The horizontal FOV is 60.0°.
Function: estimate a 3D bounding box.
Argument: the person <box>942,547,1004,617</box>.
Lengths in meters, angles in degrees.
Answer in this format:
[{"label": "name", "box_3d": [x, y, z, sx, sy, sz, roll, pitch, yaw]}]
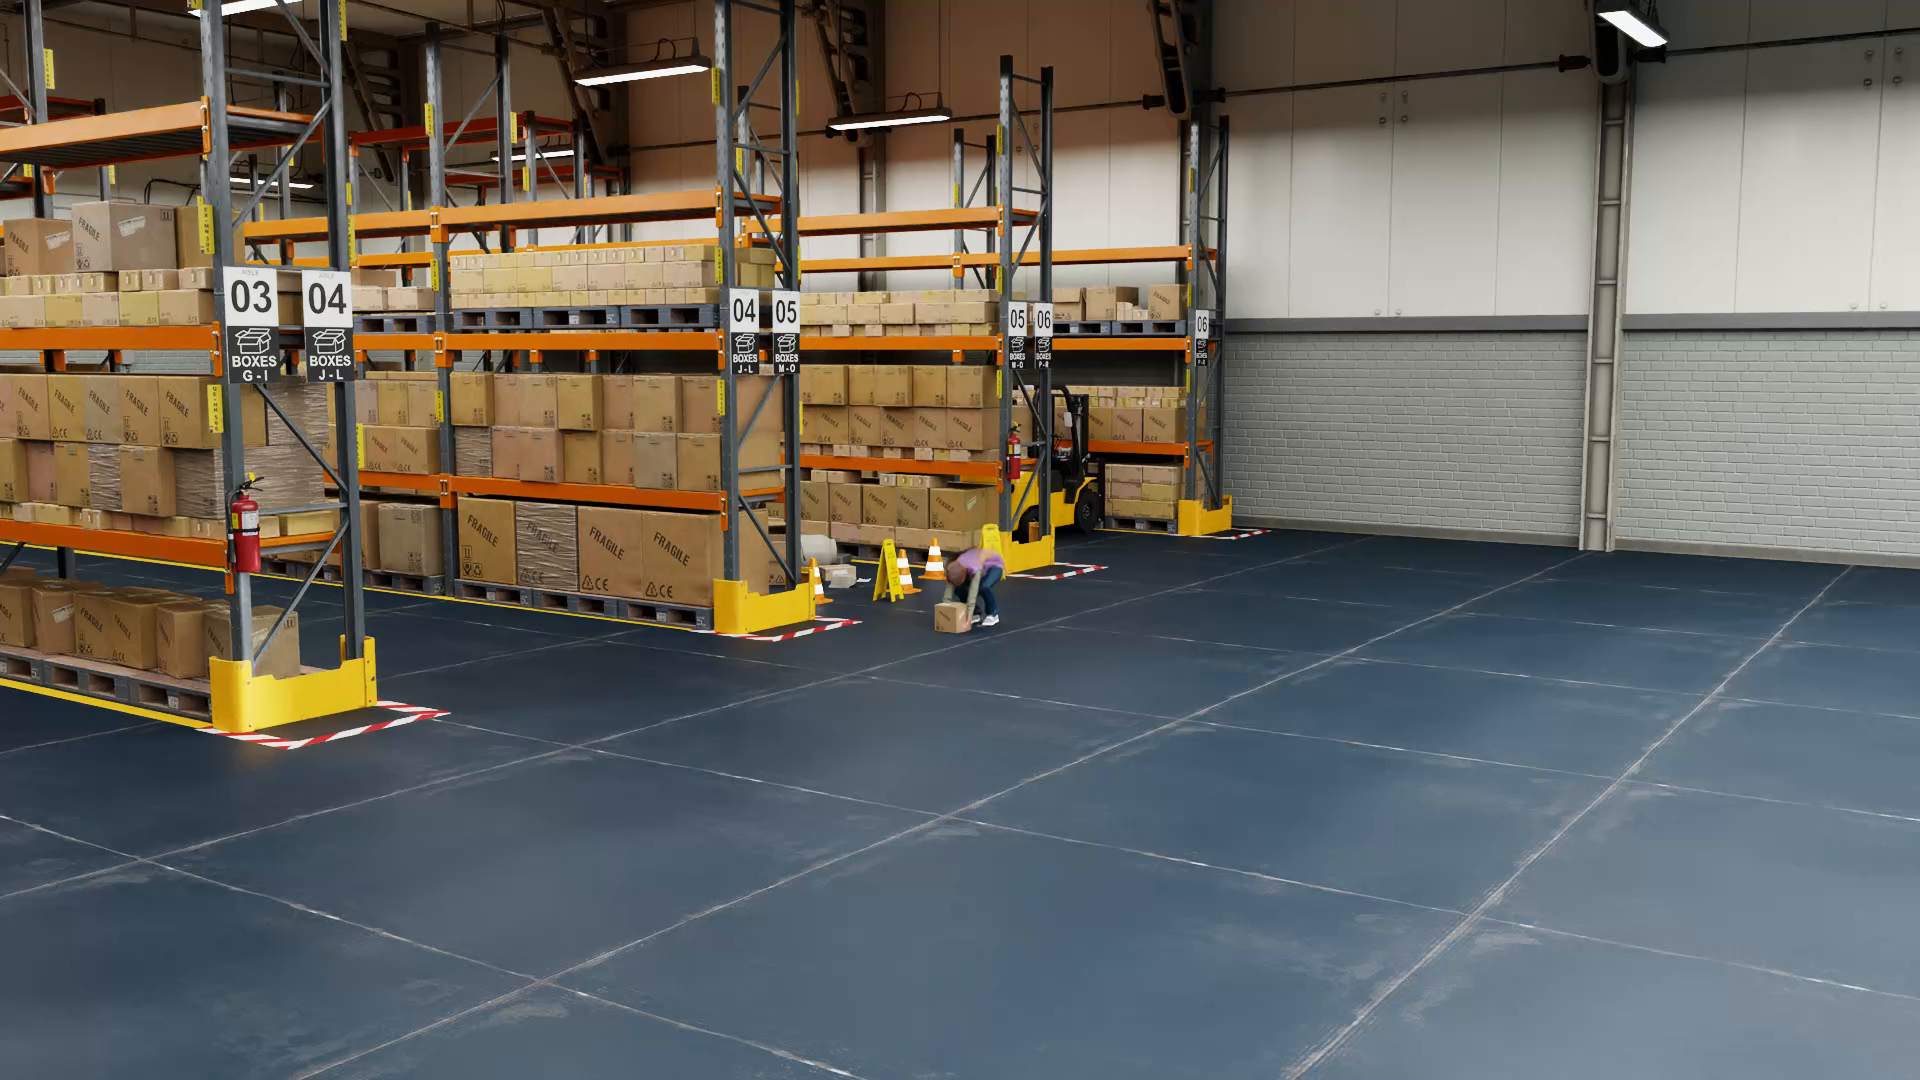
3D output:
[{"label": "person", "box_3d": [0.162, 0.416, 16.002, 0.425, 0.670, 0.732, 4, 8, 32]}]
